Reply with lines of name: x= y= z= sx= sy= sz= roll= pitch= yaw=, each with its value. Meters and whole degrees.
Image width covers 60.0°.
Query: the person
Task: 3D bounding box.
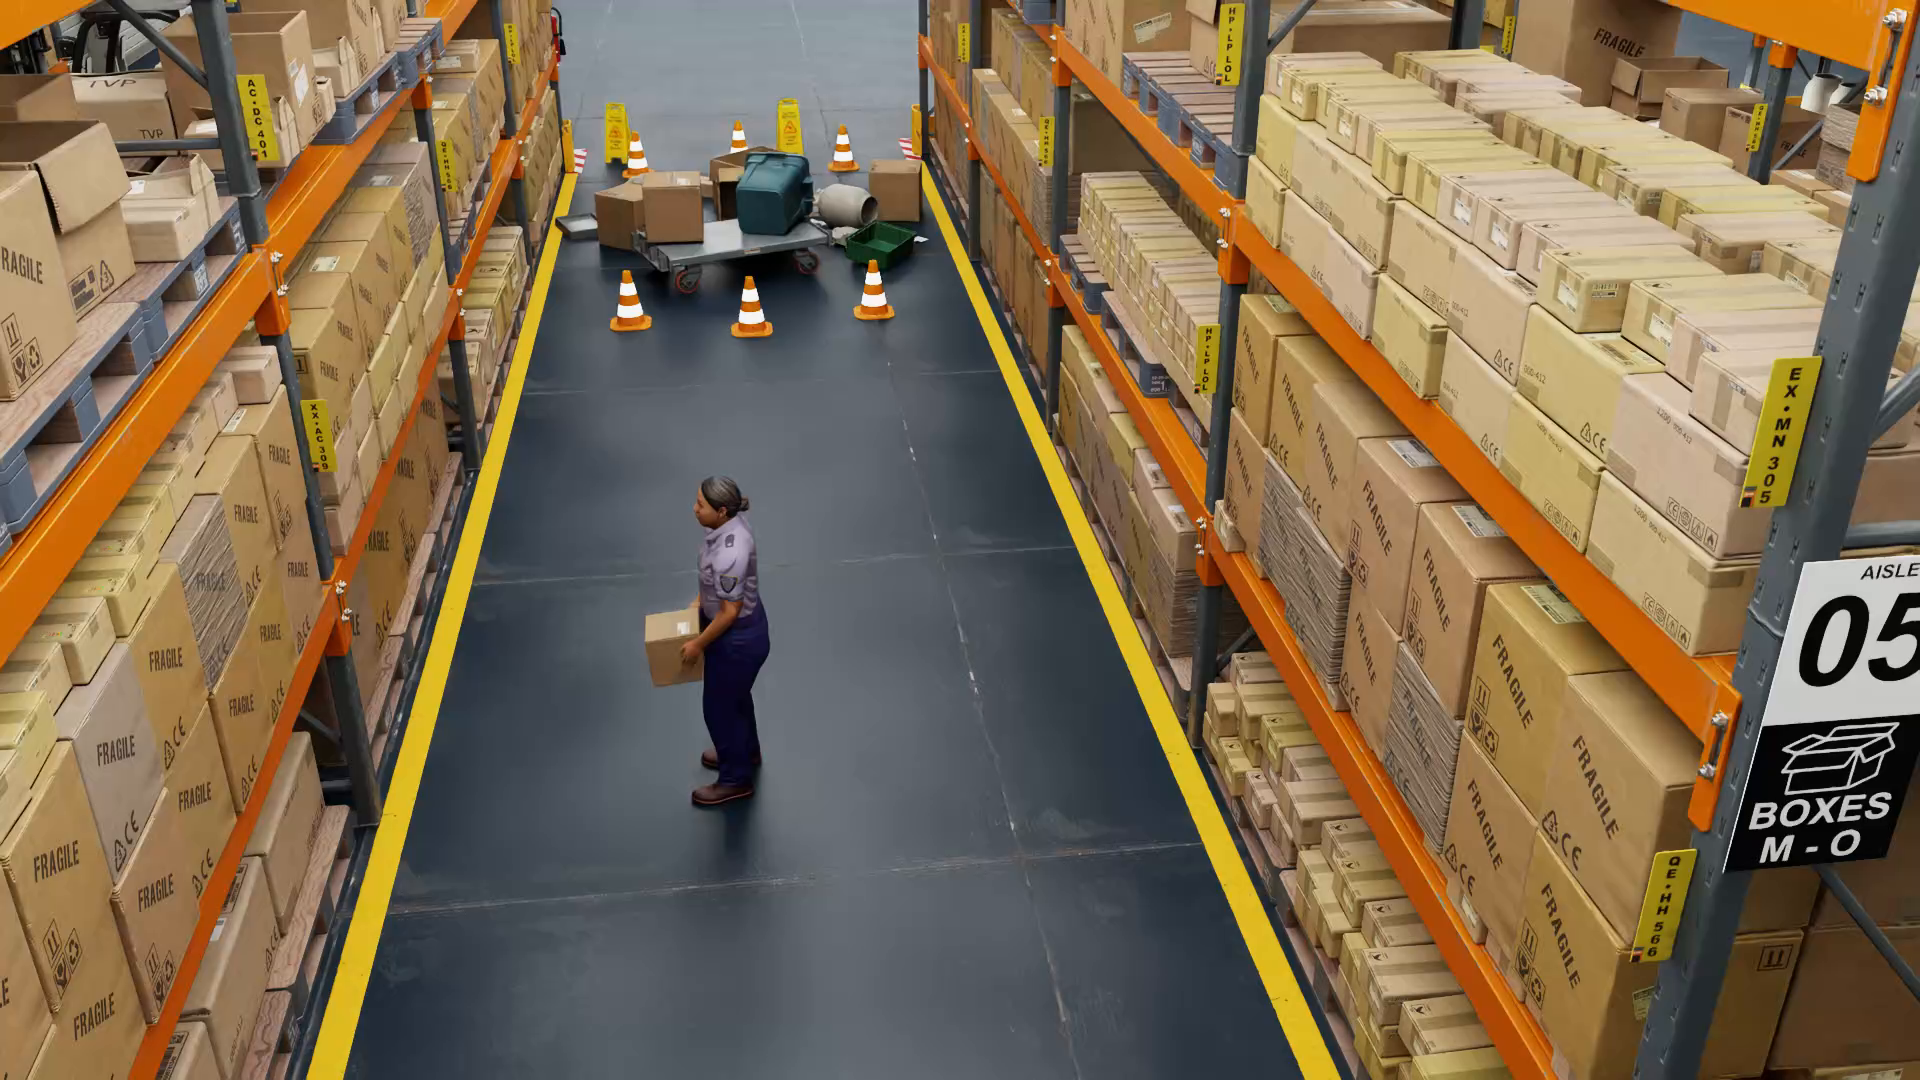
person: x=-1.103 y=0.448 z=7.755 sx=0.423 sy=1.656 sz=0.506 roll=-4 pitch=28 yaw=-8
